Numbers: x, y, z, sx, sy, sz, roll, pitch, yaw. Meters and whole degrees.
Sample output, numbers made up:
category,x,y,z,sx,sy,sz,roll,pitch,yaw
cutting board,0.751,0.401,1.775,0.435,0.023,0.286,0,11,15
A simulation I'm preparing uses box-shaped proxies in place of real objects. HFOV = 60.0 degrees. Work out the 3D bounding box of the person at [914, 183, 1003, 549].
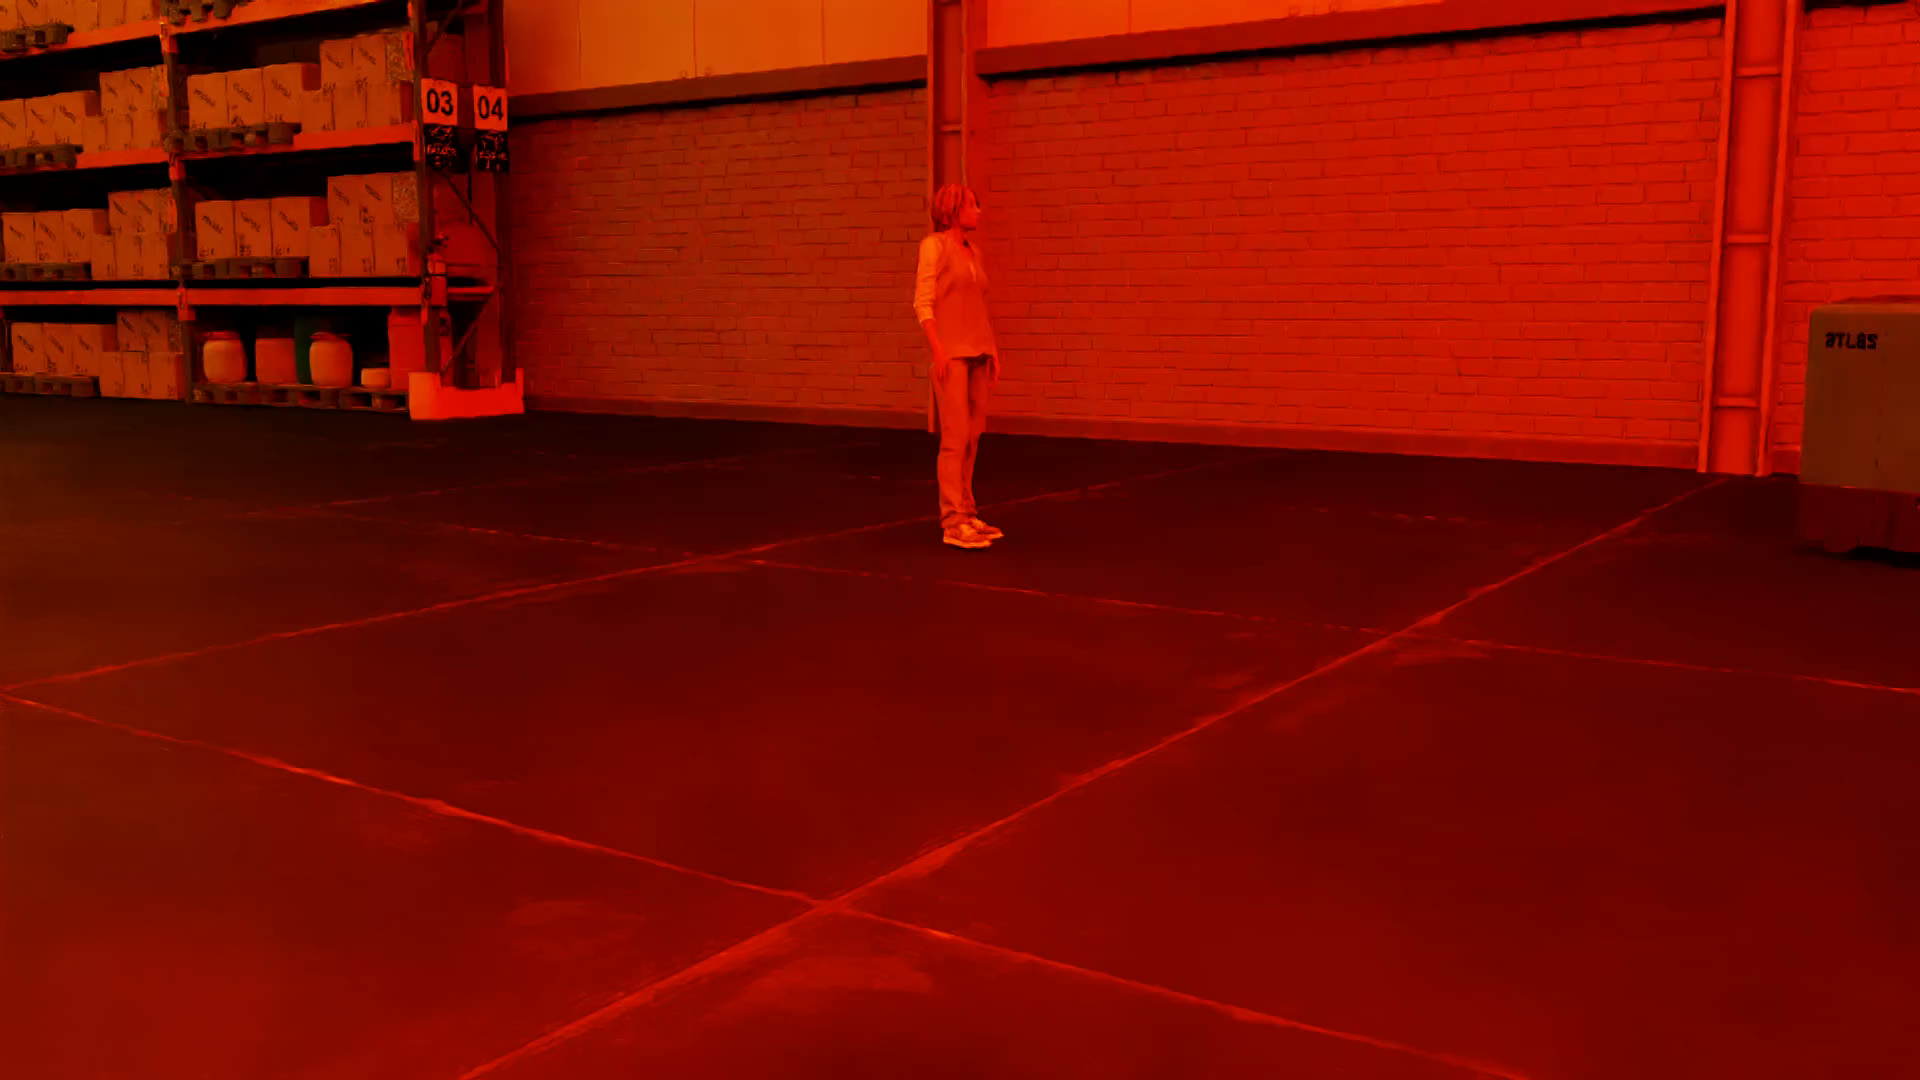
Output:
category,x,y,z,sx,sy,sz,roll,pitch,yaw
person,0.054,-0.790,7.438,0.474,1.597,0.521,5,10,34

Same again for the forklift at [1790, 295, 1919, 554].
category,x,y,z,sx,sy,sz,roll,pitch,yaw
forklift,4.867,-1.266,6.092,1.130,2.935,3.031,-6,10,-36
